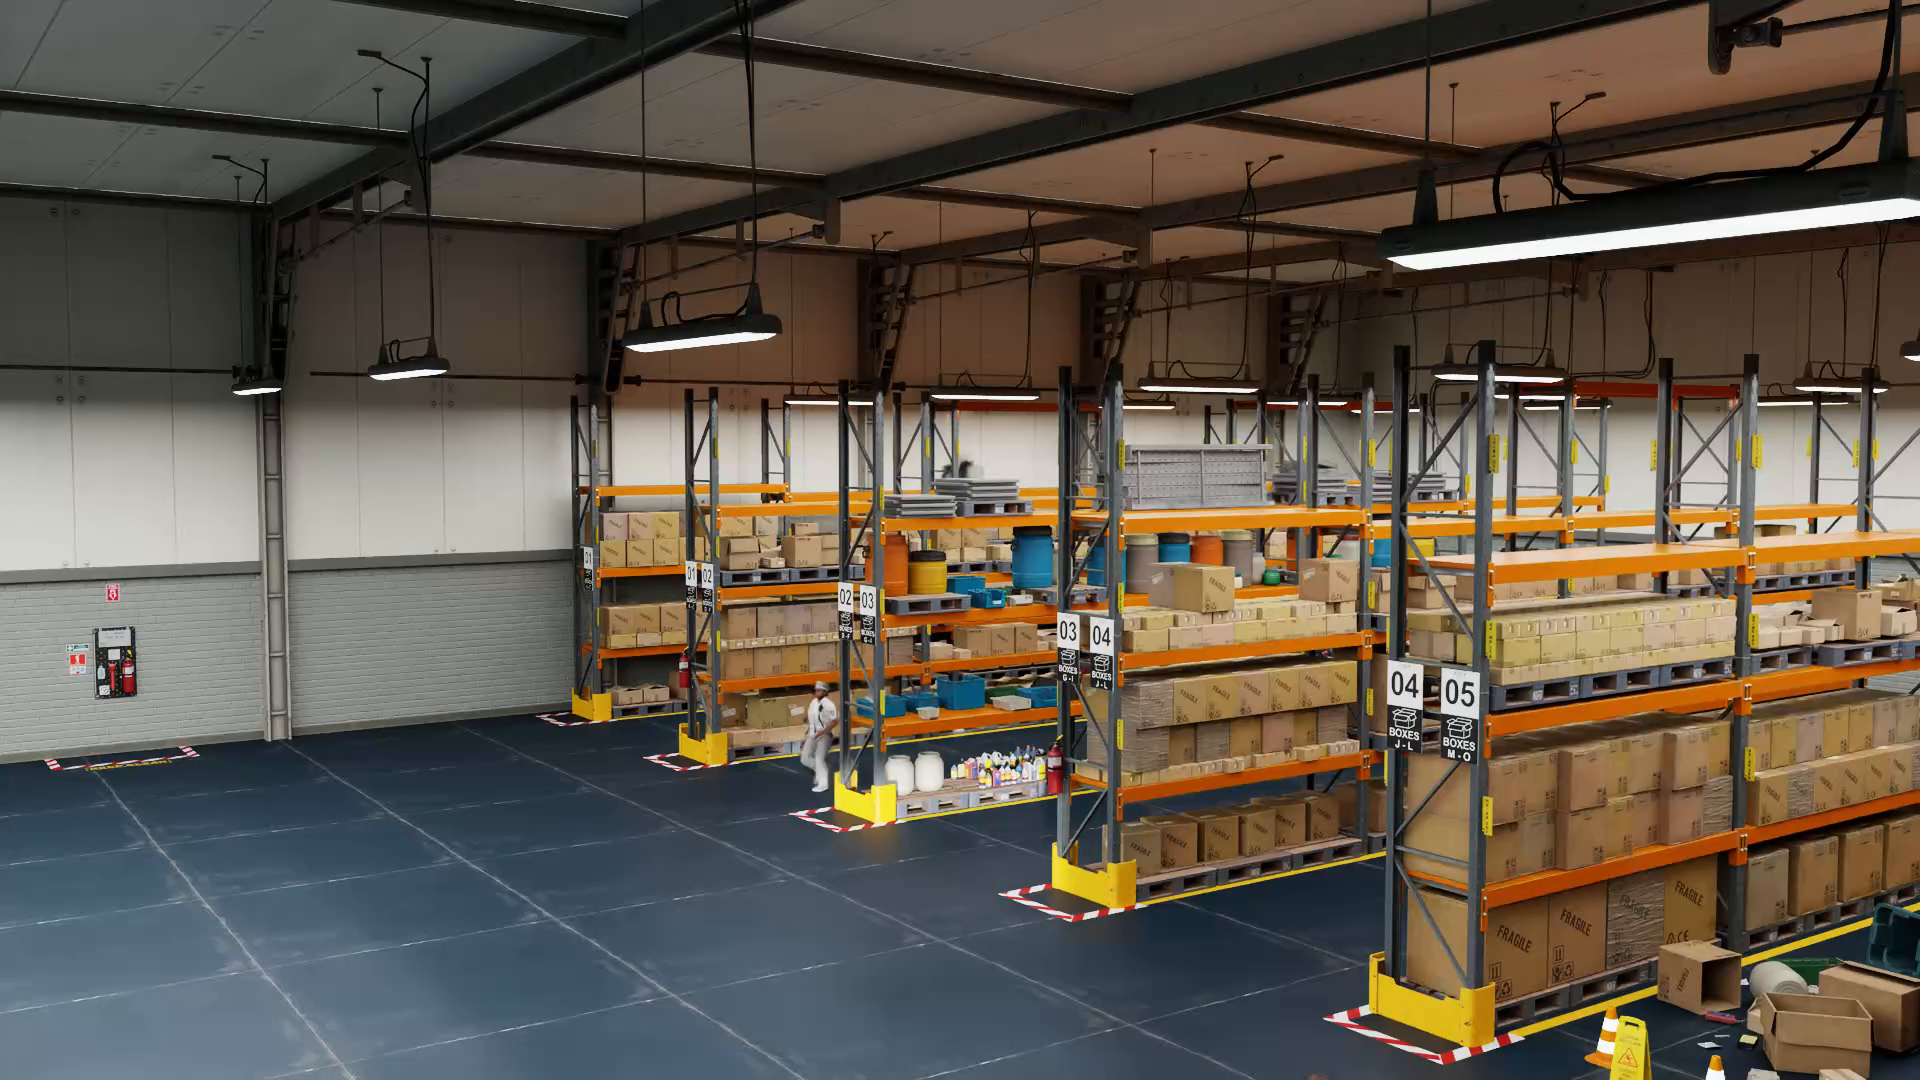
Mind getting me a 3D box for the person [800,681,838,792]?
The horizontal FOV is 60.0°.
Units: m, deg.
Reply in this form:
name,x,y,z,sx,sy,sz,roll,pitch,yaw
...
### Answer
name,x,y,z,sx,sy,sz,roll,pitch,yaw
person,-2.061,2.875,24.398,0.561,1.651,0.535,3,4,36
